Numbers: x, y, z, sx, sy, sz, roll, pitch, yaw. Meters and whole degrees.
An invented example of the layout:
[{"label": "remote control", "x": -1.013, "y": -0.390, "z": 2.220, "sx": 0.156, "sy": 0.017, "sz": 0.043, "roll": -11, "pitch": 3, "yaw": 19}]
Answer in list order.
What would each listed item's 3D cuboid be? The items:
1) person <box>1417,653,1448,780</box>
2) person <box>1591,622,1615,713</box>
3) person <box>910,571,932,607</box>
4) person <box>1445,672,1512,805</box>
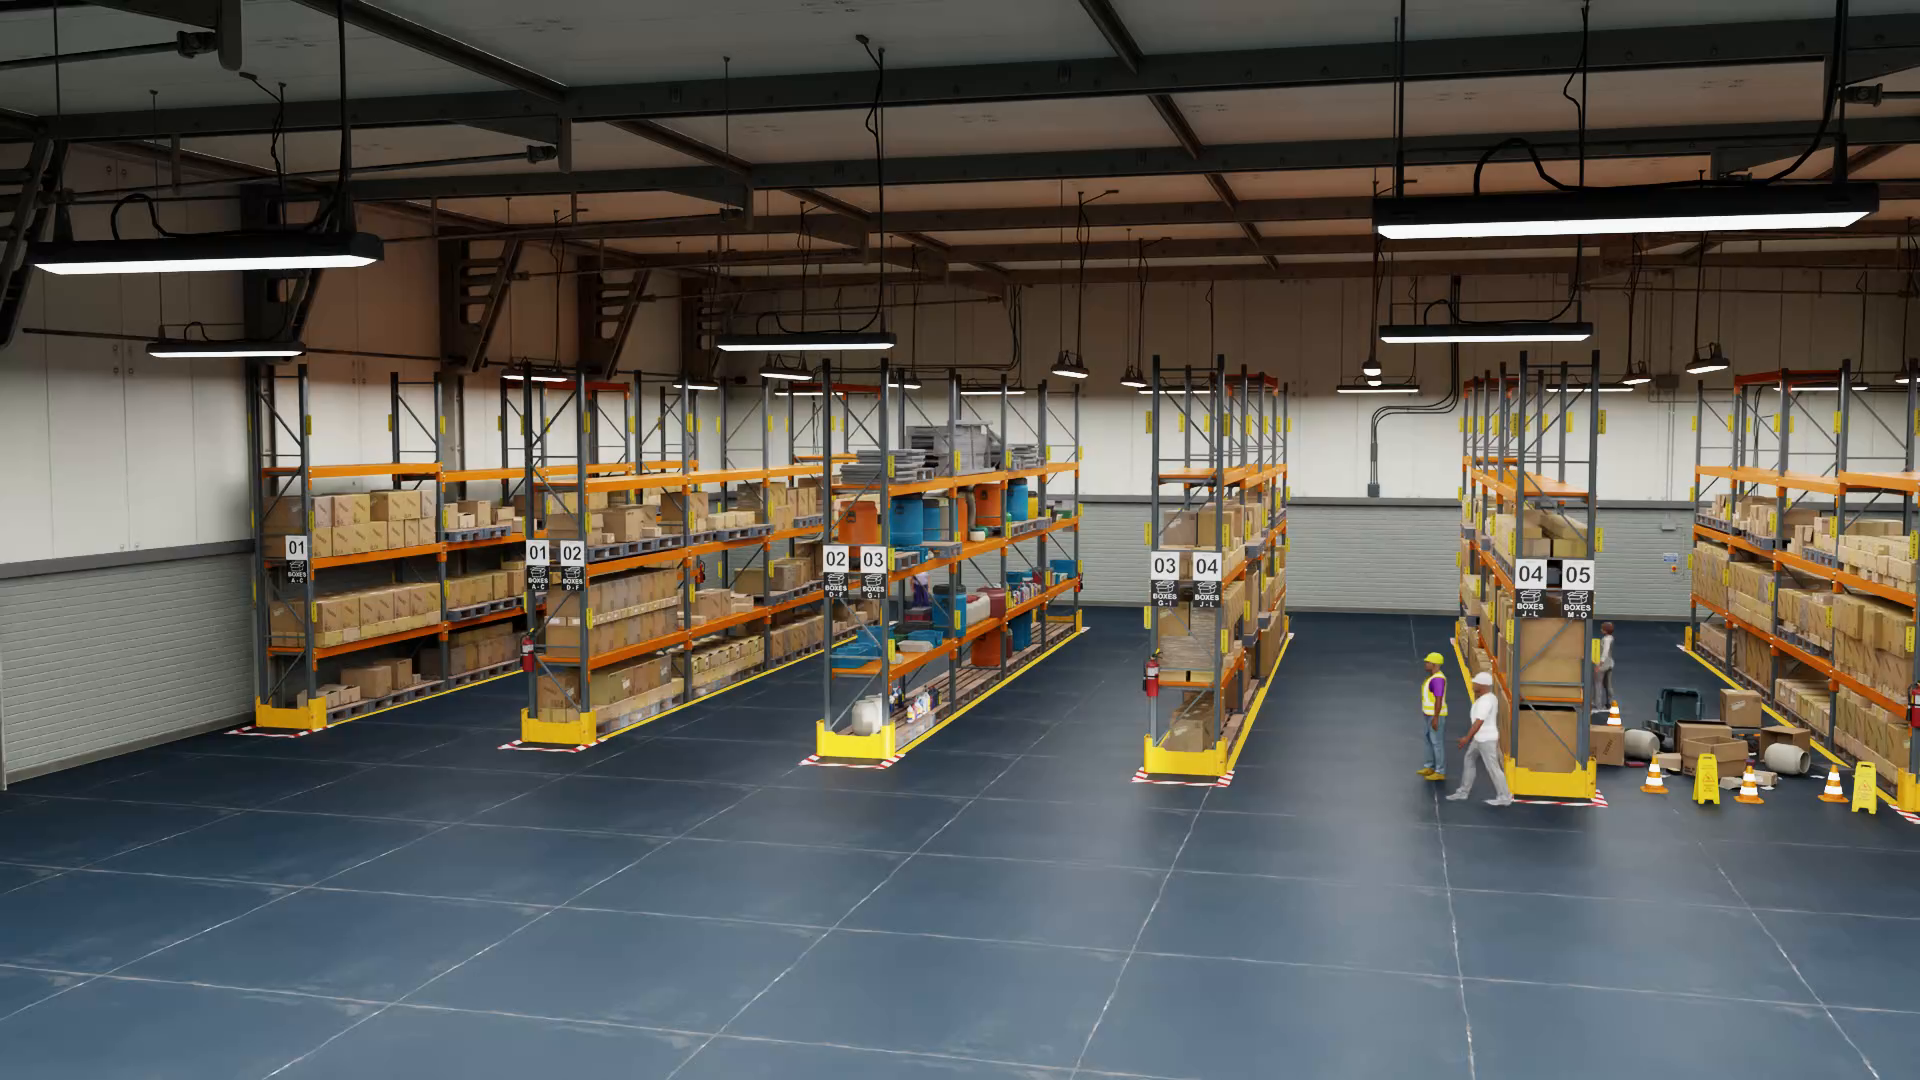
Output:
[{"label": "person", "x": 6.720, "y": 2.449, "z": 23.591, "sx": 0.364, "sy": 1.707, "sz": 0.631, "roll": 0, "pitch": 4, "yaw": -2}, {"label": "person", "x": 11.198, "y": 2.219, "z": 28.982, "sx": 0.502, "sy": 1.602, "sz": 0.396, "roll": -3, "pitch": 5, "yaw": -40}, {"label": "person", "x": -1.028, "y": 1.274, "z": 42.240, "sx": 0.505, "sy": 1.620, "sz": 0.553, "roll": -3, "pitch": 5, "yaw": -36}, {"label": "person", "x": 6.826, "y": 2.611, "z": 21.852, "sx": 0.835, "sy": 1.754, "sz": 0.610, "roll": 1, "pitch": 4, "yaw": 15}]
